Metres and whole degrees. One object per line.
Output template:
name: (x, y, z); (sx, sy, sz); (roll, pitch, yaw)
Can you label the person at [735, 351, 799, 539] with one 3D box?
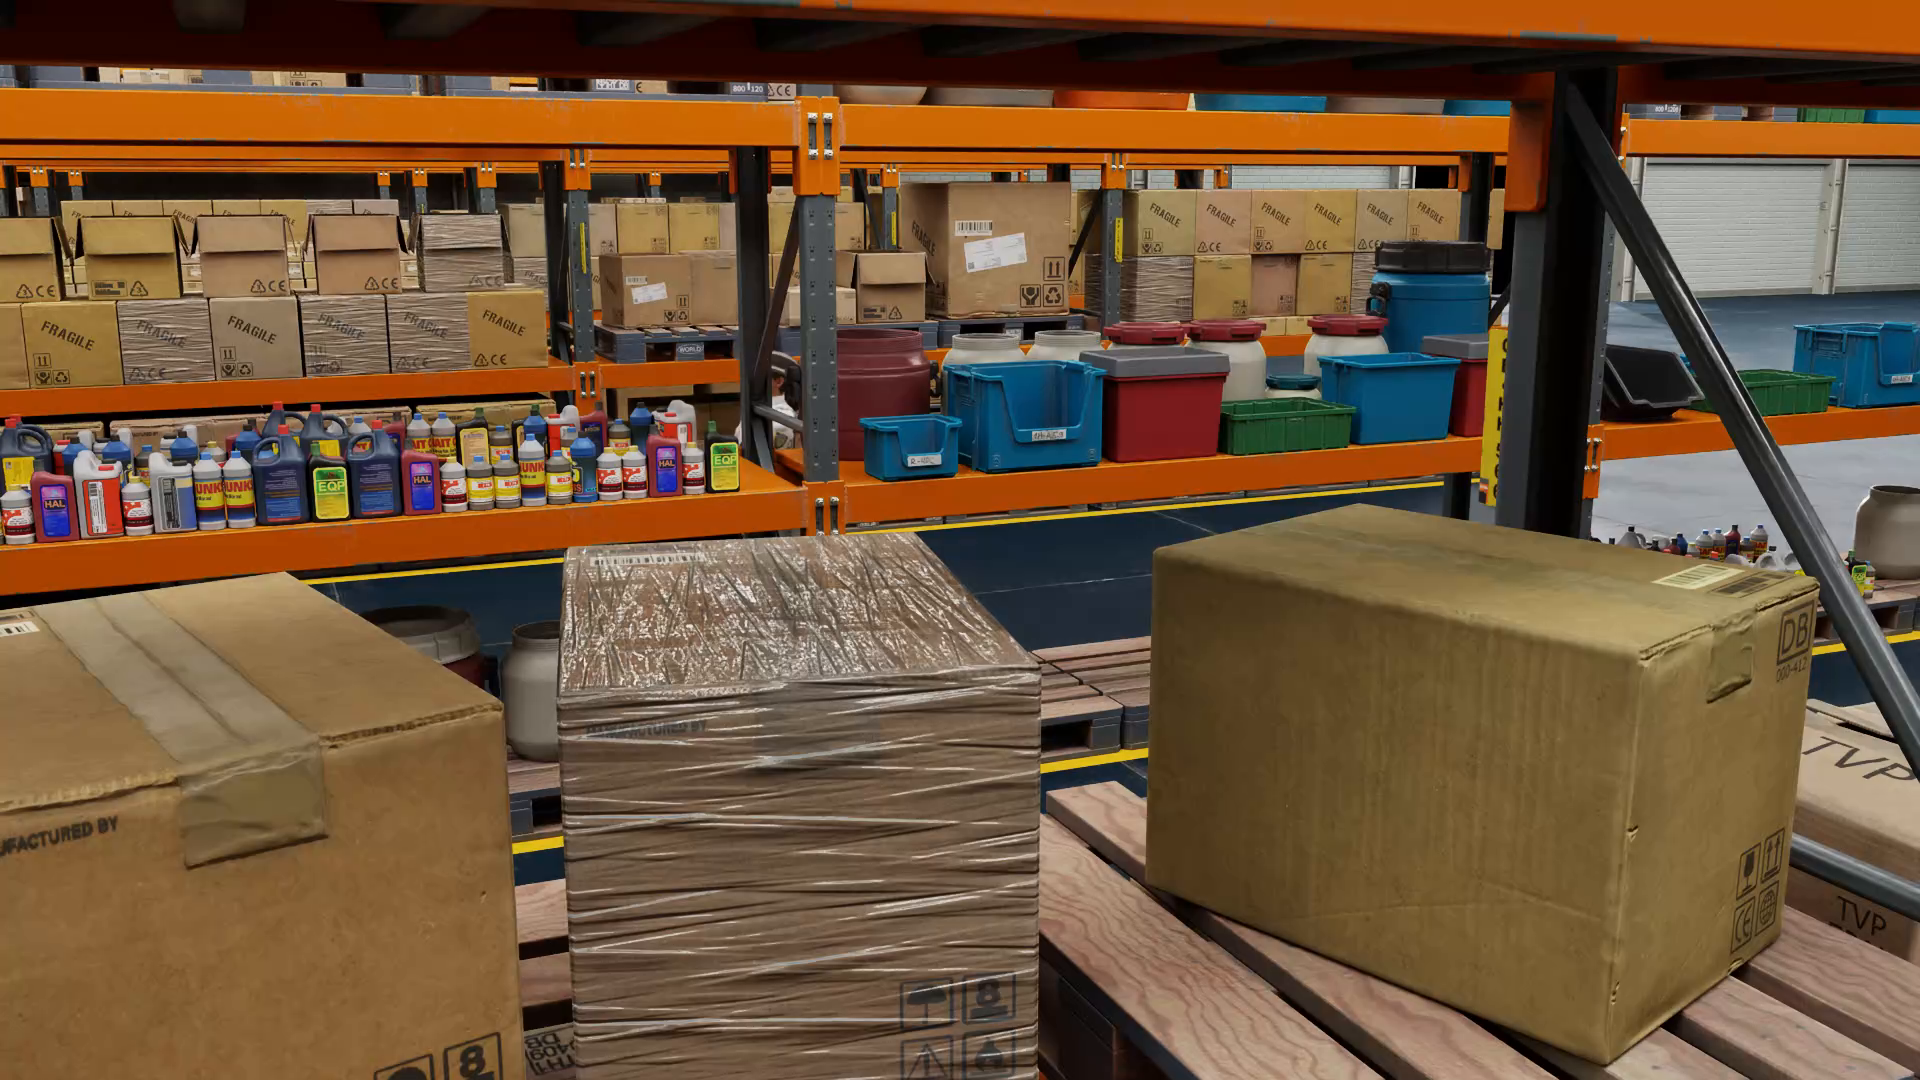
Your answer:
person: (-1.084, -0.170, 8.701); (0.553, 1.686, 0.459); (-5, 13, -22)
